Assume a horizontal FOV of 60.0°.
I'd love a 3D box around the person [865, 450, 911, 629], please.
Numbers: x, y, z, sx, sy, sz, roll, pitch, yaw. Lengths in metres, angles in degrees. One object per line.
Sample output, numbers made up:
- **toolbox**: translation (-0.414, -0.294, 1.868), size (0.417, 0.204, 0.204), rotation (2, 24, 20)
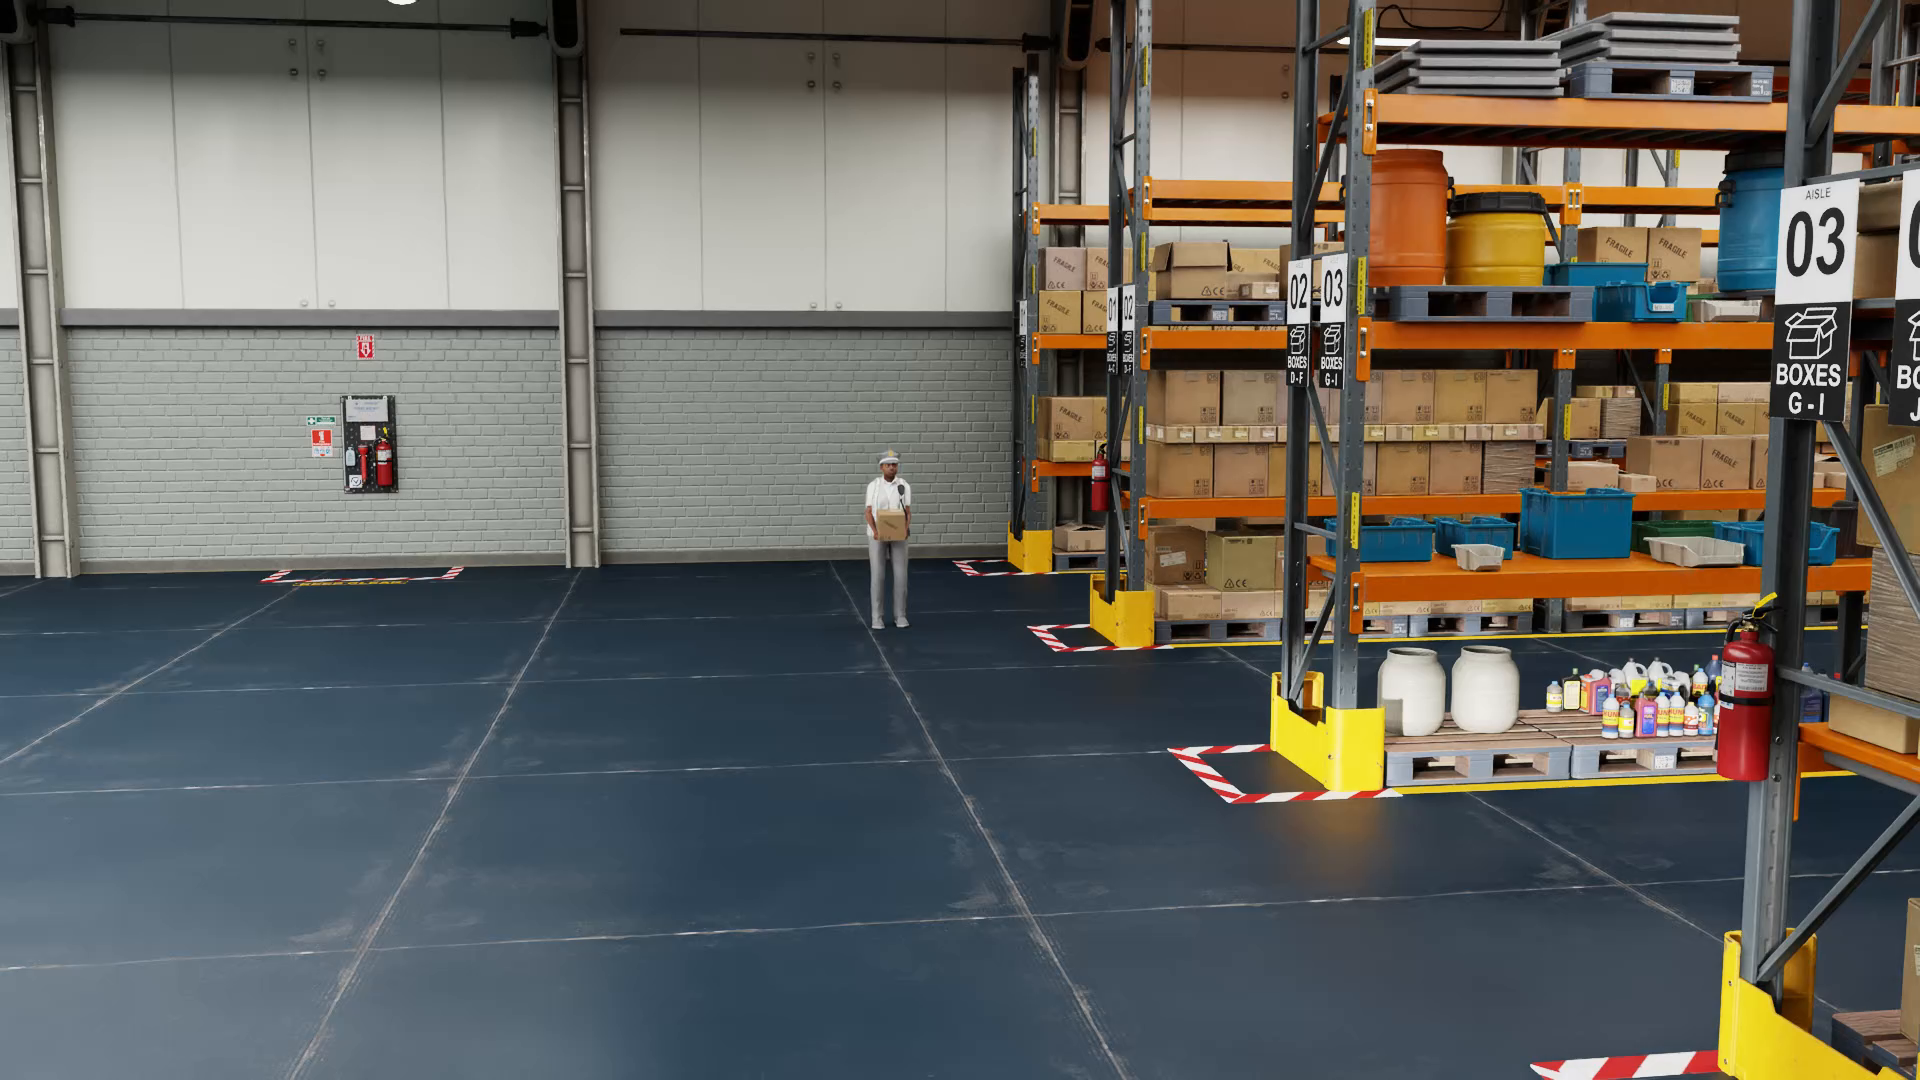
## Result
- **person**: translation (-0.675, -0.008, 15.805), size (0.450, 1.687, 0.539), rotation (-1, 7, -8)
